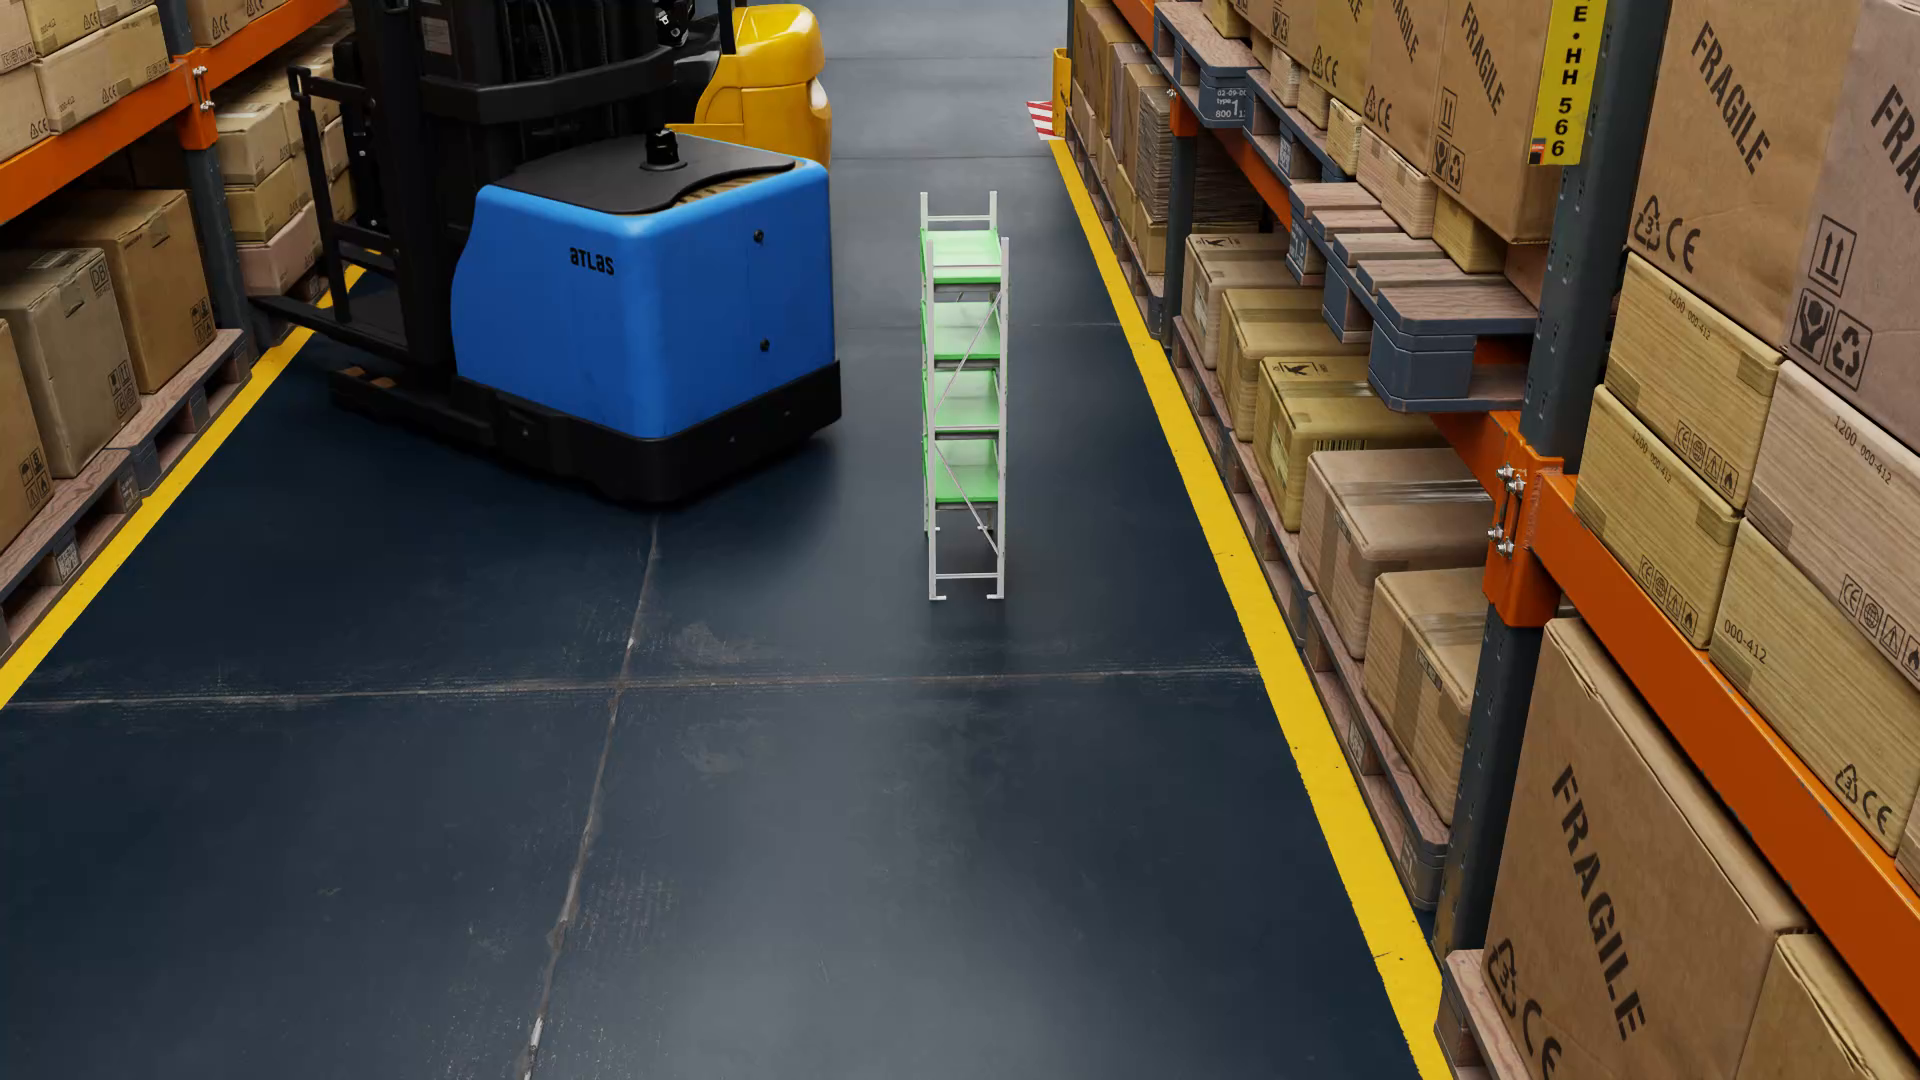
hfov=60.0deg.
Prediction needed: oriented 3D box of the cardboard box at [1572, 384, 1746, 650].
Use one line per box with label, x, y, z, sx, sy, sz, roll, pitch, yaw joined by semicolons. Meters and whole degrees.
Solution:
cardboard box;1.383;-0.058;2.780;0.500;0.250;0.500;-2;28;-4

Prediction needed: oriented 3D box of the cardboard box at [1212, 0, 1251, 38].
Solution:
cardboard box;1.118;-1.901;5.968;0.380;0.149;0.250;-1;28;-2

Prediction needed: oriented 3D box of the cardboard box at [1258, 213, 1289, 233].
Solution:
cardboard box;1.639;-1.450;7.806;0.500;0.250;0.500;-3;28;-5

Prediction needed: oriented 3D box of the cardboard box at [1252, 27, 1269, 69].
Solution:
cardboard box;1.181;-1.652;5.491;0.380;0.149;0.250;-1;28;-2

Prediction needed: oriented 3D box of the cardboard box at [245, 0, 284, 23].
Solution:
cardboard box;-3.363;-2.578;7.342;0.500;0.500;0.500;-1;28;-2

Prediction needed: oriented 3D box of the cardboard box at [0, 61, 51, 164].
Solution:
cardboard box;-3.242;-1.328;5.214;0.500;0.250;0.500;-1;28;-2

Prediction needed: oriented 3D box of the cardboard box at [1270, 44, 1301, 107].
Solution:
cardboard box;1.154;-1.414;5.034;0.380;0.149;0.250;0;28;-1

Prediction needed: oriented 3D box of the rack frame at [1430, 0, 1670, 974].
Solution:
rack frame;1.609;-0.357;3.191;1.000;3.000;0.127;-1;28;-3

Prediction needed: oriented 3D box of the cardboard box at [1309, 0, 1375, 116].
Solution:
cardboard box;1.242;-1.394;4.296;0.500;0.500;0.500;-3;28;-6

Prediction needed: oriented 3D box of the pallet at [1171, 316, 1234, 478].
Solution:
pallet;1.442;-0.608;6.688;1.003;0.211;1.213;-1;28;-3

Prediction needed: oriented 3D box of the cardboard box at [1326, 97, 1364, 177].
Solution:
cardboard box;1.179;-1.058;4.353;0.380;0.149;0.250;-1;28;-2

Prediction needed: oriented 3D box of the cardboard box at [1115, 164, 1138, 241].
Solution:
cardboard box;1.063;-1.683;8.253;0.500;0.250;0.500;-2;28;-4

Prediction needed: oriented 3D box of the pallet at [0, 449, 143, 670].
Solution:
pallet;-3.412;0.058;5.411;1.003;0.211;1.213;-1;28;-3

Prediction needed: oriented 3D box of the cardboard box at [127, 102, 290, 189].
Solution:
cardboard box;-3.268;-1.724;7.250;0.500;0.250;0.500;-2;28;-3

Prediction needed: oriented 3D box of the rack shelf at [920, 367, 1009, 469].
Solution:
rack shelf;0.009;-0.399;5.356;0.258;0.148;0.480;-1;28;-3

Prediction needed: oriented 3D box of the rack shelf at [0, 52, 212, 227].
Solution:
rack shelf;-3.452;-0.840;4.895;1.077;0.370;4.000;-1;28;-3

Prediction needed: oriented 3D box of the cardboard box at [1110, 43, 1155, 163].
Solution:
cardboard box;1.045;-2.241;8.511;0.500;0.500;0.500;0;28;0

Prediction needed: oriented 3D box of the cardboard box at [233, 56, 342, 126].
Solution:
cardboard box;-3.322;-2.190;8.143;0.500;0.250;0.500;0;28;-1

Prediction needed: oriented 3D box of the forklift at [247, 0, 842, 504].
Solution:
forklift;-1.950;-1.960;6.338;3.031;2.935;1.130;19;33;32

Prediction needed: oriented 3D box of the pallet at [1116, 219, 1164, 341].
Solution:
pallet;1.330;-1.277;7.970;1.003;0.211;1.213;-1;28;-3

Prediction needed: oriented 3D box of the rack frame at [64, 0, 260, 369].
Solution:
rack frame;-3.556;-2.083;6.499;1.000;3.000;0.127;-1;28;-3

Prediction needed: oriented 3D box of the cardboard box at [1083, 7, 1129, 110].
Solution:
cardboard box;0.991;-2.720;9.429;0.500;0.500;0.500;-2;28;-5

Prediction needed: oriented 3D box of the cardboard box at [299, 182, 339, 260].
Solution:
cardboard box;-3.293;-1.515;7.931;0.500;0.250;0.500;-2;28;-4

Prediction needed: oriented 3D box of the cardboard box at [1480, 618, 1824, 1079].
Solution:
cardboard box;1.562;0.720;2.970;0.875;0.875;0.875;-2;28;-3

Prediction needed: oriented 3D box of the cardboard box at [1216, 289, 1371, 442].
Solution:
cardboard box;1.471;-0.651;6.142;0.950;0.372;0.625;0;28;1

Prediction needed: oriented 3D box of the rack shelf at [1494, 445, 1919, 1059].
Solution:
rack shelf;1.714;0.886;1.586;1.077;0.370;4.000;-1;28;-3

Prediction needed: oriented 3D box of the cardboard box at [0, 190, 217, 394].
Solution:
cardboard box;-3.518;-0.975;6.490;0.875;0.625;0.625;0;28;0

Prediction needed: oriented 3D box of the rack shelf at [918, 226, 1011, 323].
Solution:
rack shelf;0.009;-0.824;5.134;0.258;0.148;0.480;-1;28;-3

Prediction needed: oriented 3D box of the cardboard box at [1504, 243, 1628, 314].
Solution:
cardboard box;1.357;-0.577;3.431;0.380;0.149;0.250;0;28;-1

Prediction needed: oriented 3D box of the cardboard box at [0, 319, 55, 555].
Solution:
cardboard box;-3.444;-0.270;5.137;0.875;0.625;0.625;-2;28;-5

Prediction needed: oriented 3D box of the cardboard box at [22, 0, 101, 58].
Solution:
cardboard box;-3.241;-1.780;5.540;0.500;0.250;0.500;-2;28;-4

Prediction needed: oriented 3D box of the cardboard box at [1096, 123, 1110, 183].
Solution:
cardboard box;1.018;-2.152;9.151;0.500;0.250;0.500;0;28;1

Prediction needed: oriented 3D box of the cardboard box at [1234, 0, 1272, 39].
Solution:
cardboard box;1.177;-1.883;5.233;0.500;0.500;0.500;-2;28;-3

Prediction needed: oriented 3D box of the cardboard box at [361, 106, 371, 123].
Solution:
cardboard box;-3.342;-2.200;8.704;0.500;0.250;0.500;-1;28;-3

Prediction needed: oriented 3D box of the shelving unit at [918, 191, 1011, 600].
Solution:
shelving unit;0.009;-0.456;5.326;0.258;1.200;0.503;-1;28;-3

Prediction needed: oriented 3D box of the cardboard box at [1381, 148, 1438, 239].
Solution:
cardboard box;1.213;-0.815;3.886;0.380;0.149;0.250;-2;28;-3

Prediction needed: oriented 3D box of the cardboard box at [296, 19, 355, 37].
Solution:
cardboard box;-3.361;-2.667;9.057;0.500;0.250;0.500;-1;28;-2

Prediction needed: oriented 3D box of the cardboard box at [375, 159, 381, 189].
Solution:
cardboard box;-3.342;-1.987;8.836;0.500;0.250;0.500;-1;28;-1

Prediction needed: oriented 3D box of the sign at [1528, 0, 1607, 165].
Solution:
sign;1.068;-0.818;2.908;0.100;0.325;0.005;-1;28;-3

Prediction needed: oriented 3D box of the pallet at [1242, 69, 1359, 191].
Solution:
pallet;1.465;-1.185;4.986;1.003;0.211;1.213;-1;28;-3

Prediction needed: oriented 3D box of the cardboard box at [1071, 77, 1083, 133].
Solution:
cardboard box;0.957;-2.639;10.086;0.500;0.250;0.500;-2;28;-3

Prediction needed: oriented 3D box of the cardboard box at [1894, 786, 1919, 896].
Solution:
cardboard box;1.449;0.421;1.862;0.500;0.250;0.500;0;28;-1

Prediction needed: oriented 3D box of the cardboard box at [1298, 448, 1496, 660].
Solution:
cardboard box;1.543;0.020;4.855;0.950;0.372;0.625;-2;28;-4

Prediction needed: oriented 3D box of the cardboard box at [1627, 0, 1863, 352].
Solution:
cardboard box;1.391;-0.611;2.488;0.500;0.500;0.500;-2;28;-4

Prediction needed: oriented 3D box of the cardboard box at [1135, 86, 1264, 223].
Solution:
cardboard box;1.101;-1.771;7.609;0.500;0.500;0.500;-2;28;-3

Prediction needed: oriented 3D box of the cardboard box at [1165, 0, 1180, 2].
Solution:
cardboard box;1.079;-2.234;7.061;0.380;0.149;0.250;-2;28;-3

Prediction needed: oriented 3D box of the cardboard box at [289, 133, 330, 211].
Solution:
cardboard box;-3.302;-1.735;7.811;0.500;0.250;0.500;-2;28;-3

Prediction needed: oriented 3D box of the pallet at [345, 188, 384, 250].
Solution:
pallet;-3.623;-1.779;8.933;1.003;0.211;1.213;-1;28;-3

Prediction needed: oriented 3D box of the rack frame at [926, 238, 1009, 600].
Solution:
rack frame;0.021;-0.343;5.110;0.240;1.200;0.015;-1;28;-3

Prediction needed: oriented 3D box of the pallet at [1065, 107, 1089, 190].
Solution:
pallet;1.203;-2.404;10.131;1.003;0.211;1.213;-1;28;-3

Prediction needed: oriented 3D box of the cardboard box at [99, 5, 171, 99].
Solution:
cardboard box;-3.269;-1.790;6.100;0.500;0.250;0.500;-1;28;-1

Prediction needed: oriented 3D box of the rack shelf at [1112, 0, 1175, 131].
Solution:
rack shelf;1.296;-2.809;8.670;1.077;0.370;4.000;-1;28;-3

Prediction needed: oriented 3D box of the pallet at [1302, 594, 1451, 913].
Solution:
pallet;1.570;0.518;4.528;1.003;0.211;1.213;-1;28;-3

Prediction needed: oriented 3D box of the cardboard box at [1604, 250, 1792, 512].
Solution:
cardboard box;1.389;-0.272;2.650;0.500;0.250;0.500;-2;28;-3

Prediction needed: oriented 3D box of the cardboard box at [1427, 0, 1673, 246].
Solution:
cardboard box;1.308;-0.923;3.391;0.500;0.500;0.500;-2;28;-4
